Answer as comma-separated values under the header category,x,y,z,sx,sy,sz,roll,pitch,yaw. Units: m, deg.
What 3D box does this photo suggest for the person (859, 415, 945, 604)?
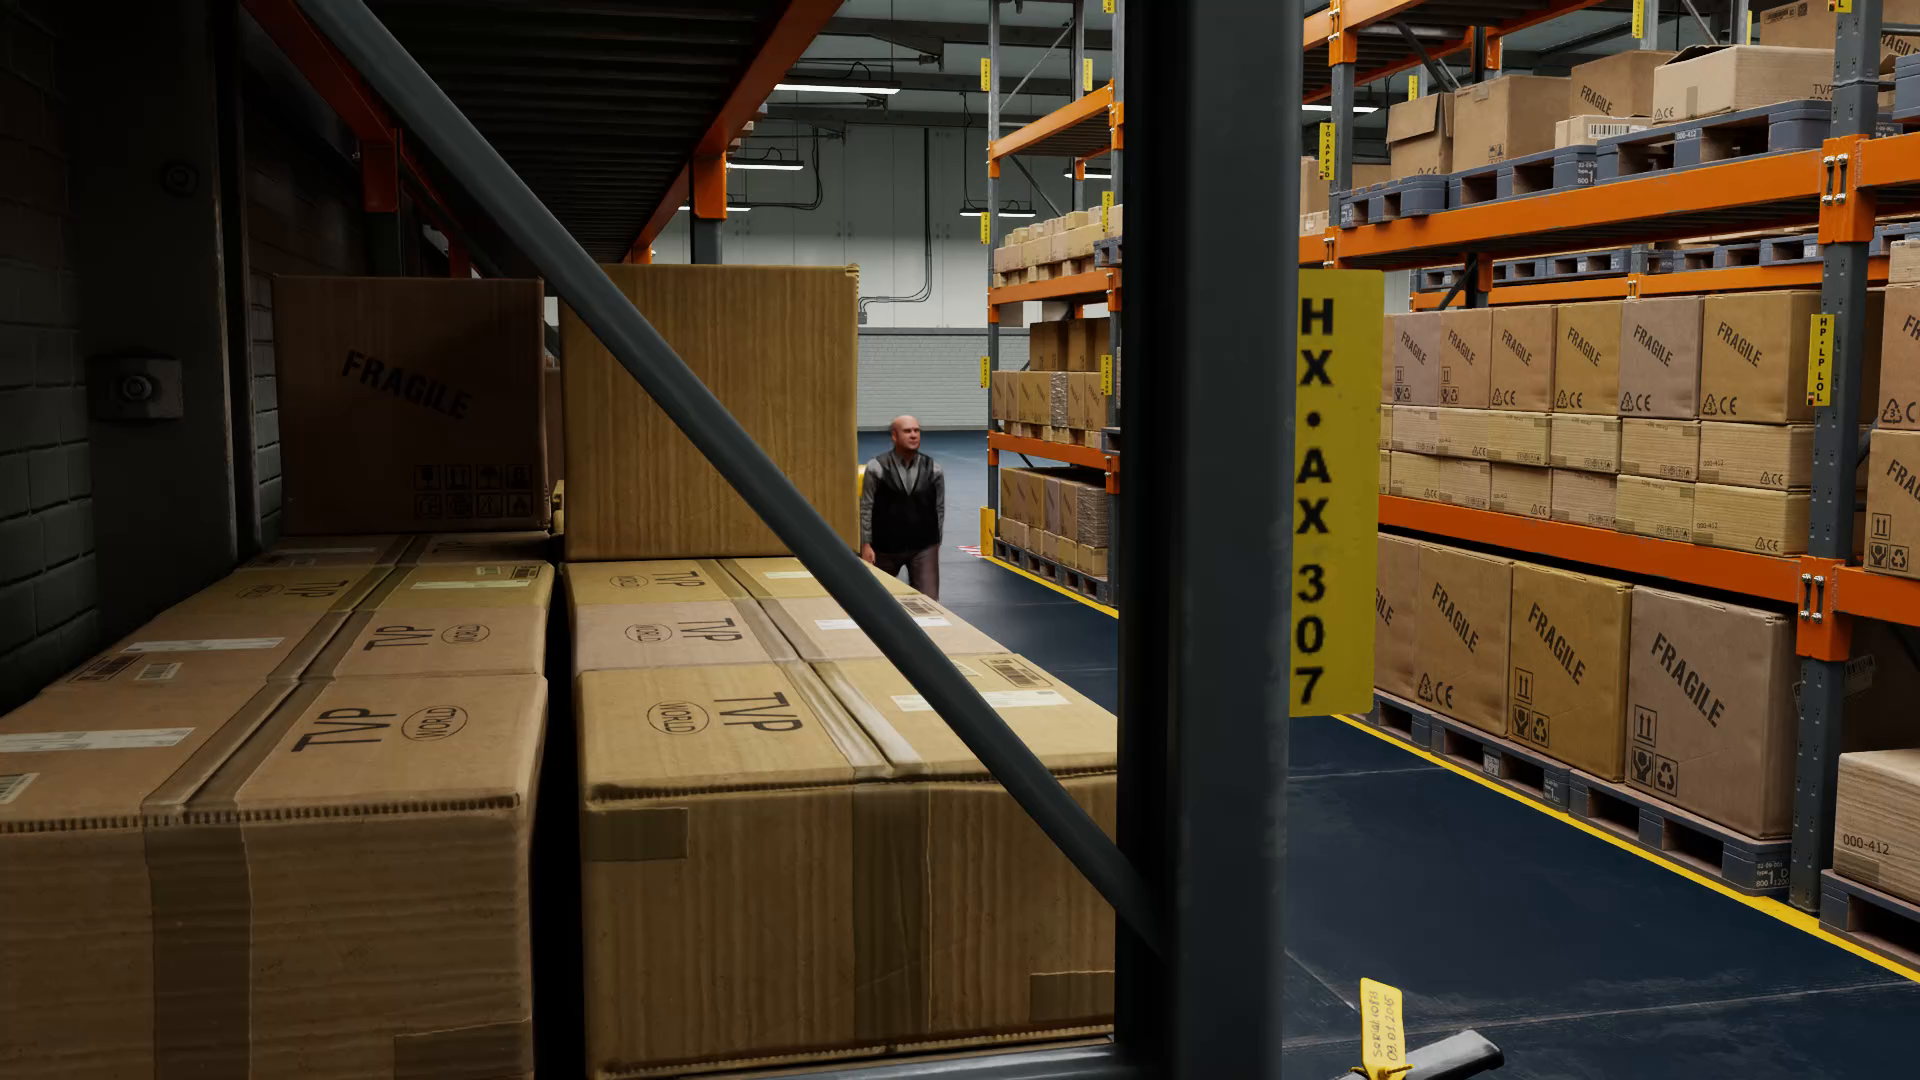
category,x,y,z,sx,sy,sz,roll,pitch,yaw
person,-0.389,0.063,10.479,0.586,1.706,0.923,-1,6,-8
